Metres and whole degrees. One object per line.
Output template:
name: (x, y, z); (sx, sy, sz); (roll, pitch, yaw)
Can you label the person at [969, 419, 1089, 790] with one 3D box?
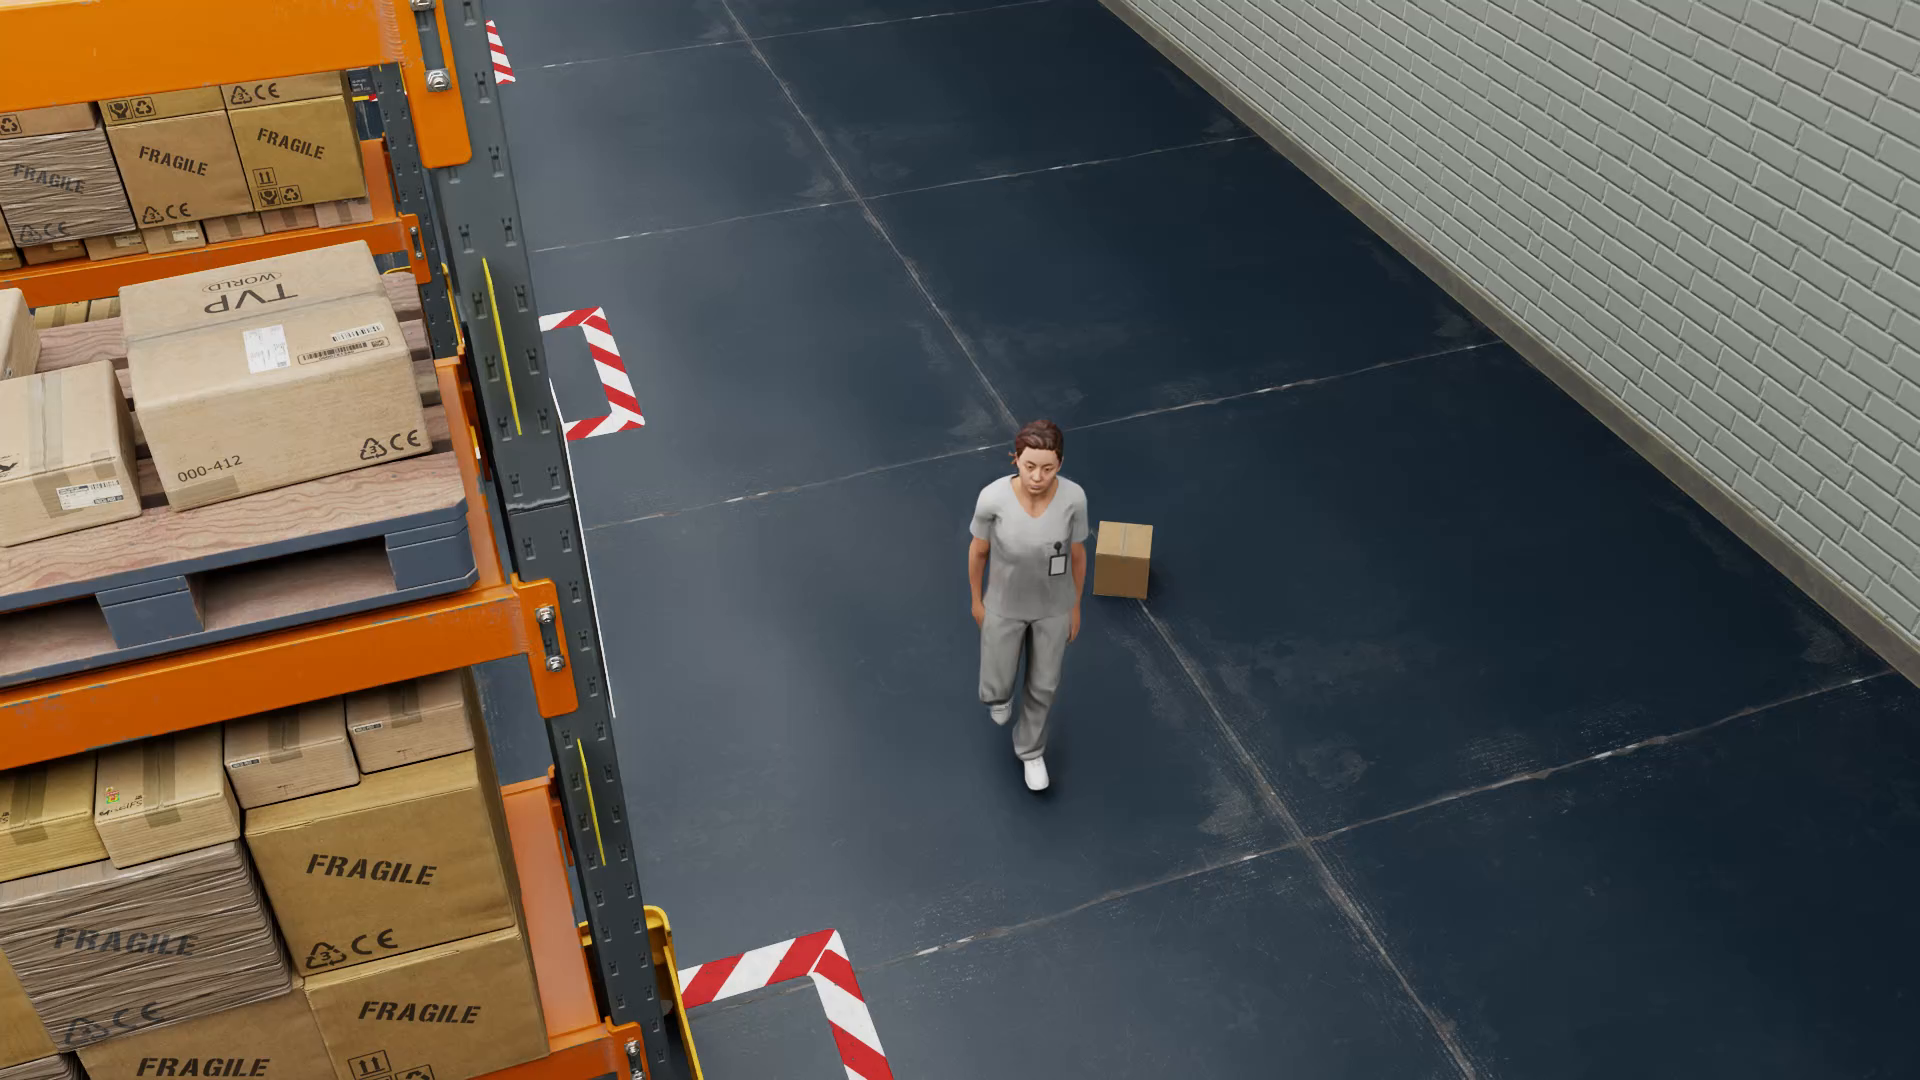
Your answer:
person: (0.256, 0.215, 6.476); (0.452, 1.655, 0.566); (-3, 38, -4)
